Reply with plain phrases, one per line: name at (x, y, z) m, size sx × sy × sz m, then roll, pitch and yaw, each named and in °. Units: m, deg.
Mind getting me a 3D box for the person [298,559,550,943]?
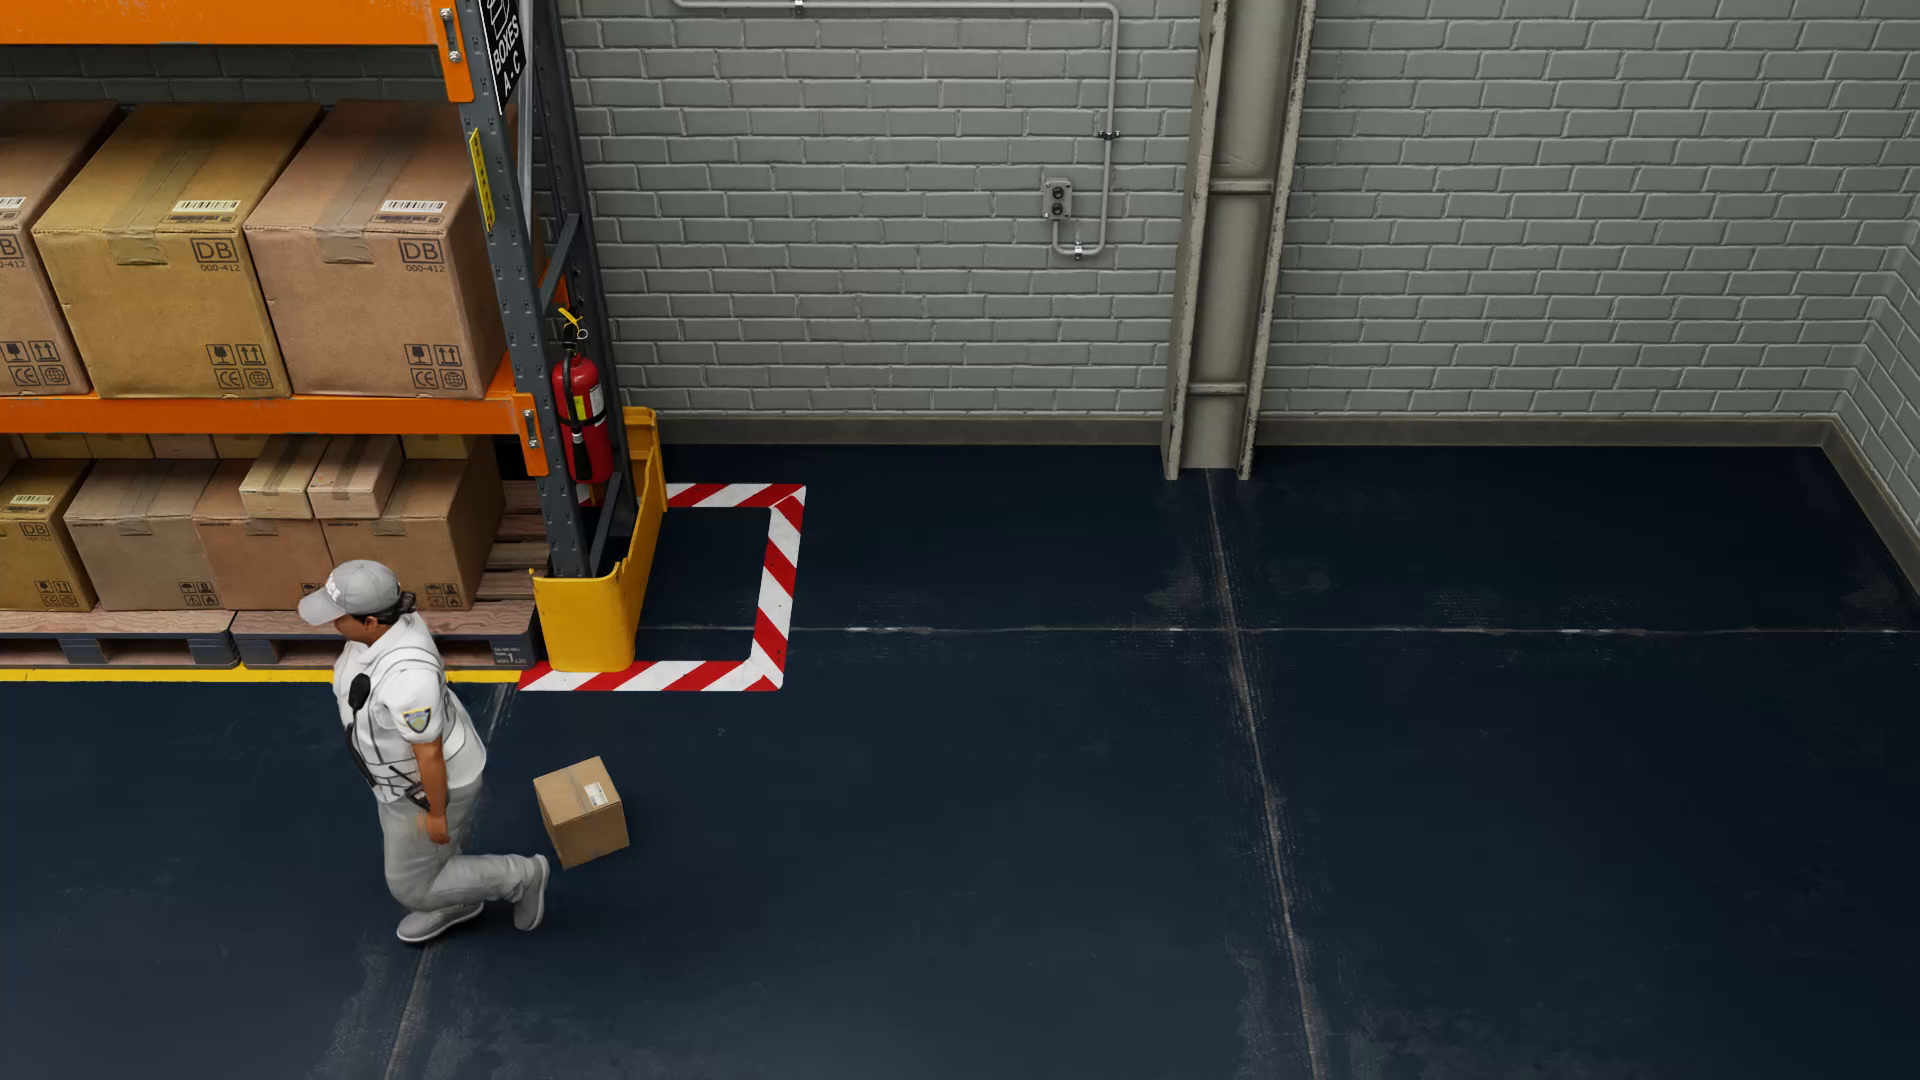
person at (-1.678, 0.704, 5.271) m, size 0.523 × 1.652 × 0.490 m, roll -20°, pitch 44°, yaw -22°
